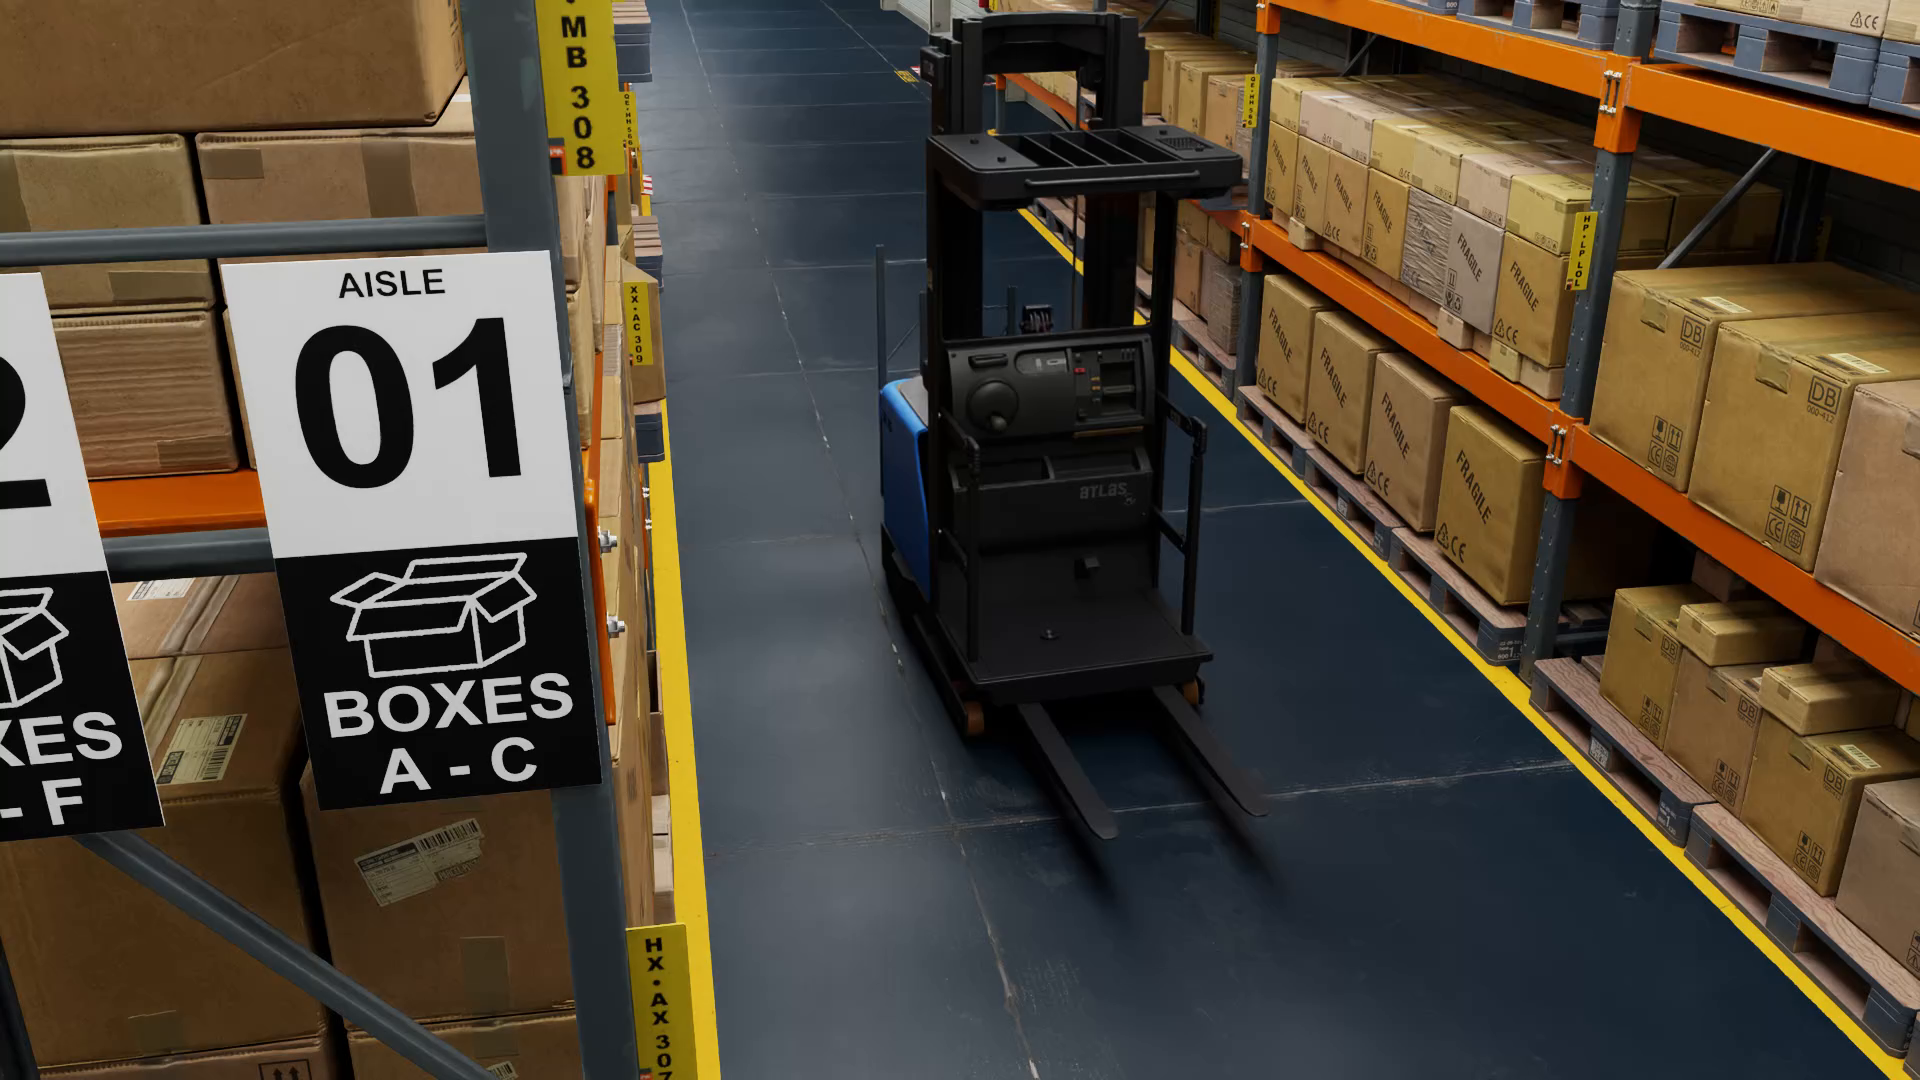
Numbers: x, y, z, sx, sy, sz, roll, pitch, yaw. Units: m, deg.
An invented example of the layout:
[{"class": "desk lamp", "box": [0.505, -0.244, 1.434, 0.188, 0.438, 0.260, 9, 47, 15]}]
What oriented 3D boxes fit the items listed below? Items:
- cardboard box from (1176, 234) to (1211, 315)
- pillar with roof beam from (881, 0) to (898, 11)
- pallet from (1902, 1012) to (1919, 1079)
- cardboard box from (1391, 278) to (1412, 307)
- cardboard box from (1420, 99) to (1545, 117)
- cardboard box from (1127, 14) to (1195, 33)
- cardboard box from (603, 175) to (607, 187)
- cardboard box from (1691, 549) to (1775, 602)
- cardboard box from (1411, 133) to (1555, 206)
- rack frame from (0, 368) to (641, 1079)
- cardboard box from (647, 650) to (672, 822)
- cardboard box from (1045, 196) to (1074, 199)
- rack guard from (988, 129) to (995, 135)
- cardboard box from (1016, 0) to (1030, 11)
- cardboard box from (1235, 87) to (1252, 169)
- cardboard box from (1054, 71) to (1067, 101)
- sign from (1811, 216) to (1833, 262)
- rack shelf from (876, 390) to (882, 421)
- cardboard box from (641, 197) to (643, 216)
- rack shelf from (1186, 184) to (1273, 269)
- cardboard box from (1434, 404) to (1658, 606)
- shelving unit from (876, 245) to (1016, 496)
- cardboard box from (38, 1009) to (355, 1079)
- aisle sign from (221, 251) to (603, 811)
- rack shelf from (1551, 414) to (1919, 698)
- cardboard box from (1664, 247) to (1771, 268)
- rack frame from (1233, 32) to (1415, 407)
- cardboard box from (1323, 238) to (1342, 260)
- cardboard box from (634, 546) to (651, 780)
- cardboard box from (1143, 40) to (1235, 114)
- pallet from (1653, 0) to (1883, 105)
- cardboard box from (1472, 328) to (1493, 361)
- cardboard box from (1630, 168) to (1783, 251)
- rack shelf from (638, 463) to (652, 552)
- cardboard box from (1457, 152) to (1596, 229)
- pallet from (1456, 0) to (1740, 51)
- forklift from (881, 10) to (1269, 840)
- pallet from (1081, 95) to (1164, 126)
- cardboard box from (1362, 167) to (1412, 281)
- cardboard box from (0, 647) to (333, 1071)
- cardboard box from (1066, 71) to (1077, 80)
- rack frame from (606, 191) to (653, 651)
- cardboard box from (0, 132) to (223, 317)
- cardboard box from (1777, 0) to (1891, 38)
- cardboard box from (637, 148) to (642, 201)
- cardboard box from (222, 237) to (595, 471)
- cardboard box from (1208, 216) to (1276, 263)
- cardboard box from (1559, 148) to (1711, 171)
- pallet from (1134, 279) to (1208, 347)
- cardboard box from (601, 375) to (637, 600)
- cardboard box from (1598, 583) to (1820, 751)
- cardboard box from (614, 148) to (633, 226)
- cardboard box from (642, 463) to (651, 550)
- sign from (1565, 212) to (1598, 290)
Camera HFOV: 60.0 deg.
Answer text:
[{"class": "cardboard box", "box": [2.087, -2.060, 12.792, 0.700, 0.500, 0.500, -4, 24, -10]}, {"class": "pillar with roof beam", "box": [-5.687, -14.766, 31.816, 9.100, 9.000, 0.400, -4, 24, -10]}, {"class": "pallet", "box": [3.627, 1.796, 4.874, 1.003, 0.211, 1.213, -4, 24, -10]}, {"class": "cardboard box", "box": [2.541, -1.361, 8.907, 0.380, 0.149, 0.250, -4, 24, -8]}, {"class": "cardboard box", "box": [2.895, -2.290, 9.286, 0.500, 0.250, 0.500, -5, 24, -11]}, {"class": "cardboard box", "box": [1.751, -4.378, 14.751, 0.500, 0.500, 0.500, -5, 24, -11]}, {"class": "cardboard box", "box": [-1.221, -1.119, 4.505, 0.500, 0.250, 0.500, -4, 24, -10]}, {"class": "cardboard box", "box": [3.318, 0.139, 6.971, 0.380, 0.149, 0.250, -4, 24, -10]}, {"class": "cardboard box", "box": [2.595, -1.849, 8.277, 0.500, 0.250, 0.500, -4, 24, -9]}, {"class": "rack frame", "box": [-1.016, 1.195, 2.766, 1.000, 3.000, 0.127, -4, 24, -10]}, {"class": "cardboard box", "box": [-1.372, 0.769, 6.316, 0.500, 0.500, 0.500, -4, 24, -10]}, {"class": "cardboard box", "box": [1.124, -3.727, 16.610, 0.700, 0.500, 0.500, -6, 24, -13]}, {"class": "rack guard", "box": [0.907, -4.291, 18.451, 1.175, 0.500, 0.348, -4, 24, -10]}, {"class": "cardboard box", "box": [0.857, -5.142, 16.501, 0.500, 0.500, 0.500, -5, 24, -11]}, {"class": "cardboard box", "box": [2.275, -2.752, 11.128, 0.700, 0.500, 0.500, -7, 25, -16]}, {"class": "cardboard box", "box": [1.163, -4.194, 15.268, 0.500, 0.250, 0.500, -4, 24, -10]}, {"class": "sign", "box": [3.657, -1.221, 7.118, 0.100, 0.325, 0.005, -4, 24, -10]}, {"class": "rack shelf", "box": [-0.093, -0.615, 9.235, 0.538, 0.185, 1.000, -6, 24, -14]}, {"class": "cardboard box", "box": [-3.198, -3.057, 15.411, 0.500, 0.250, 0.500, -4, 24, -10]}, {"class": "rack shelf", "box": [2.002, -2.777, 12.759, 1.077, 0.370, 4.000, -4, 24, -10]}, {"class": "cardboard box", "box": [2.864, -0.200, 8.121, 0.750, 0.750, 0.750, -4, 24, -9]}, {"class": "shelving unit", "box": [-0.093, -0.780, 9.163, 0.538, 1.500, 1.048, -6, 24, -14]}, {"class": "cardboard box", "box": [-1.366, 0.993, 3.104, 0.500, 0.500, 0.500, -4, 24, -8]}, {"class": "aisle sign", "box": [-0.715, 0.009, 2.234, 0.394, 0.787, 0.004, -4, 24, -10]}, {"class": "rack shelf", "box": [3.482, 0.370, 5.554, 1.077, 0.370, 4.000, -4, 24, -10]}, {"class": "cardboard box", "box": [3.274, -1.137, 7.585, 0.500, 0.500, 0.500, -5, 24, -12]}, {"class": "rack frame", "box": [2.372, -2.320, 10.814, 1.000, 3.000, 0.127, -4, 24, -10]}, {"class": "cardboard box", "box": [2.377, -1.767, 9.837, 0.380, 0.149, 0.250, -5, 24, -10]}, {"class": "cardboard box", "box": [-1.120, 0.358, 4.558, 0.500, 0.500, 0.500, -4, 24, -9]}, {"class": "cardboard box", "box": [1.789, -3.718, 13.340, 0.700, 0.500, 0.500, -2, 24, -4]}, {"class": "pallet", "box": [3.253, -1.758, 5.890, 1.003, 0.211, 1.213, -4, 24, -10]}, {"class": "cardboard box", "box": [2.698, -0.955, 7.979, 0.380, 0.149, 0.250, -4, 24, -8]}, {"class": "cardboard box", "box": [3.283, -1.482, 7.436, 0.500, 0.250, 0.500, -4, 24, -8]}, {"class": "rack shelf", "box": [-2.126, -0.836, 8.314, 1.077, 0.370, 4.000, -4, 24, -10]}, {"class": "cardboard box", "box": [2.689, -1.648, 7.817, 0.500, 0.250, 0.500, -4, 24, -9]}, {"class": "pallet", "box": [2.894, -2.390, 7.467, 0.805, 0.209, 1.217, -5, 24, -12]}, {"class": "forklift", "box": [0.462, -0.650, 7.077, 1.130, 2.935, 3.031, -6, 24, -14]}, {"class": "pallet", "box": [1.631, -3.494, 13.742, 1.003, 0.211, 1.213, -4, 24, -10]}, {"class": "cardboard box", "box": [2.493, -1.695, 8.862, 0.500, 0.500, 0.500, -4, 24, -8]}, {"class": "cardboard box", "box": [-1.369, 0.536, 2.901, 0.500, 0.500, 0.500, -5, 24, -10]}, {"class": "cardboard box", "box": [1.241, -4.340, 14.666, 0.500, 0.500, 0.500, -4, 24, -10]}, {"class": "rack frame", "box": [-1.756, -0.379, 6.369, 1.000, 3.000, 0.127, -4, 24, -10]}, {"class": "cardboard box", "box": [-1.362, -0.523, 2.516, 0.500, 0.250, 0.500, -4, 24, -10]}, {"class": "cardboard box", "box": [3.061, -1.798, 5.409, 0.500, 0.250, 0.500, -5, 24, -11]}, {"class": "cardboard box", "box": [-3.198, -3.400, 15.261, 0.500, 0.500, 0.500, -4, 24, -10]}, {"class": "cardboard box", "box": [-0.861, -0.332, 2.702, 0.500, 0.250, 0.500, -4, 24, -10]}, {"class": "cardboard box", "box": [2.144, -2.228, 12.240, 0.500, 0.250, 0.500, -4, 24, -9]}, {"class": "cardboard box", "box": [3.180, -1.687, 7.907, 0.500, 0.250, 0.500, -4, 24, -9]}, {"class": "pallet", "box": [2.007, -1.828, 13.173, 1.003, 0.211, 1.213, -4, 24, -10]}, {"class": "cardboard box", "box": [-1.126, -0.105, 4.369, 0.500, 0.500, 0.500, -5, 24, -10]}, {"class": "cardboard box", "box": [3.149, 0.508, 6.937, 0.700, 0.500, 0.500, -4, 24, -9]}, {"class": "cardboard box", "box": [-2.268, -1.951, 9.319, 0.700, 0.500, 0.500, -13, 27, -27]}, {"class": "cardboard box", "box": [-1.893, -0.248, 8.643, 0.500, 0.500, 0.500, -5, 24, -12]}, {"class": "sign", "box": [2.580, -1.197, 6.895, 0.100, 0.325, 0.005, -4, 24, -10]}]
